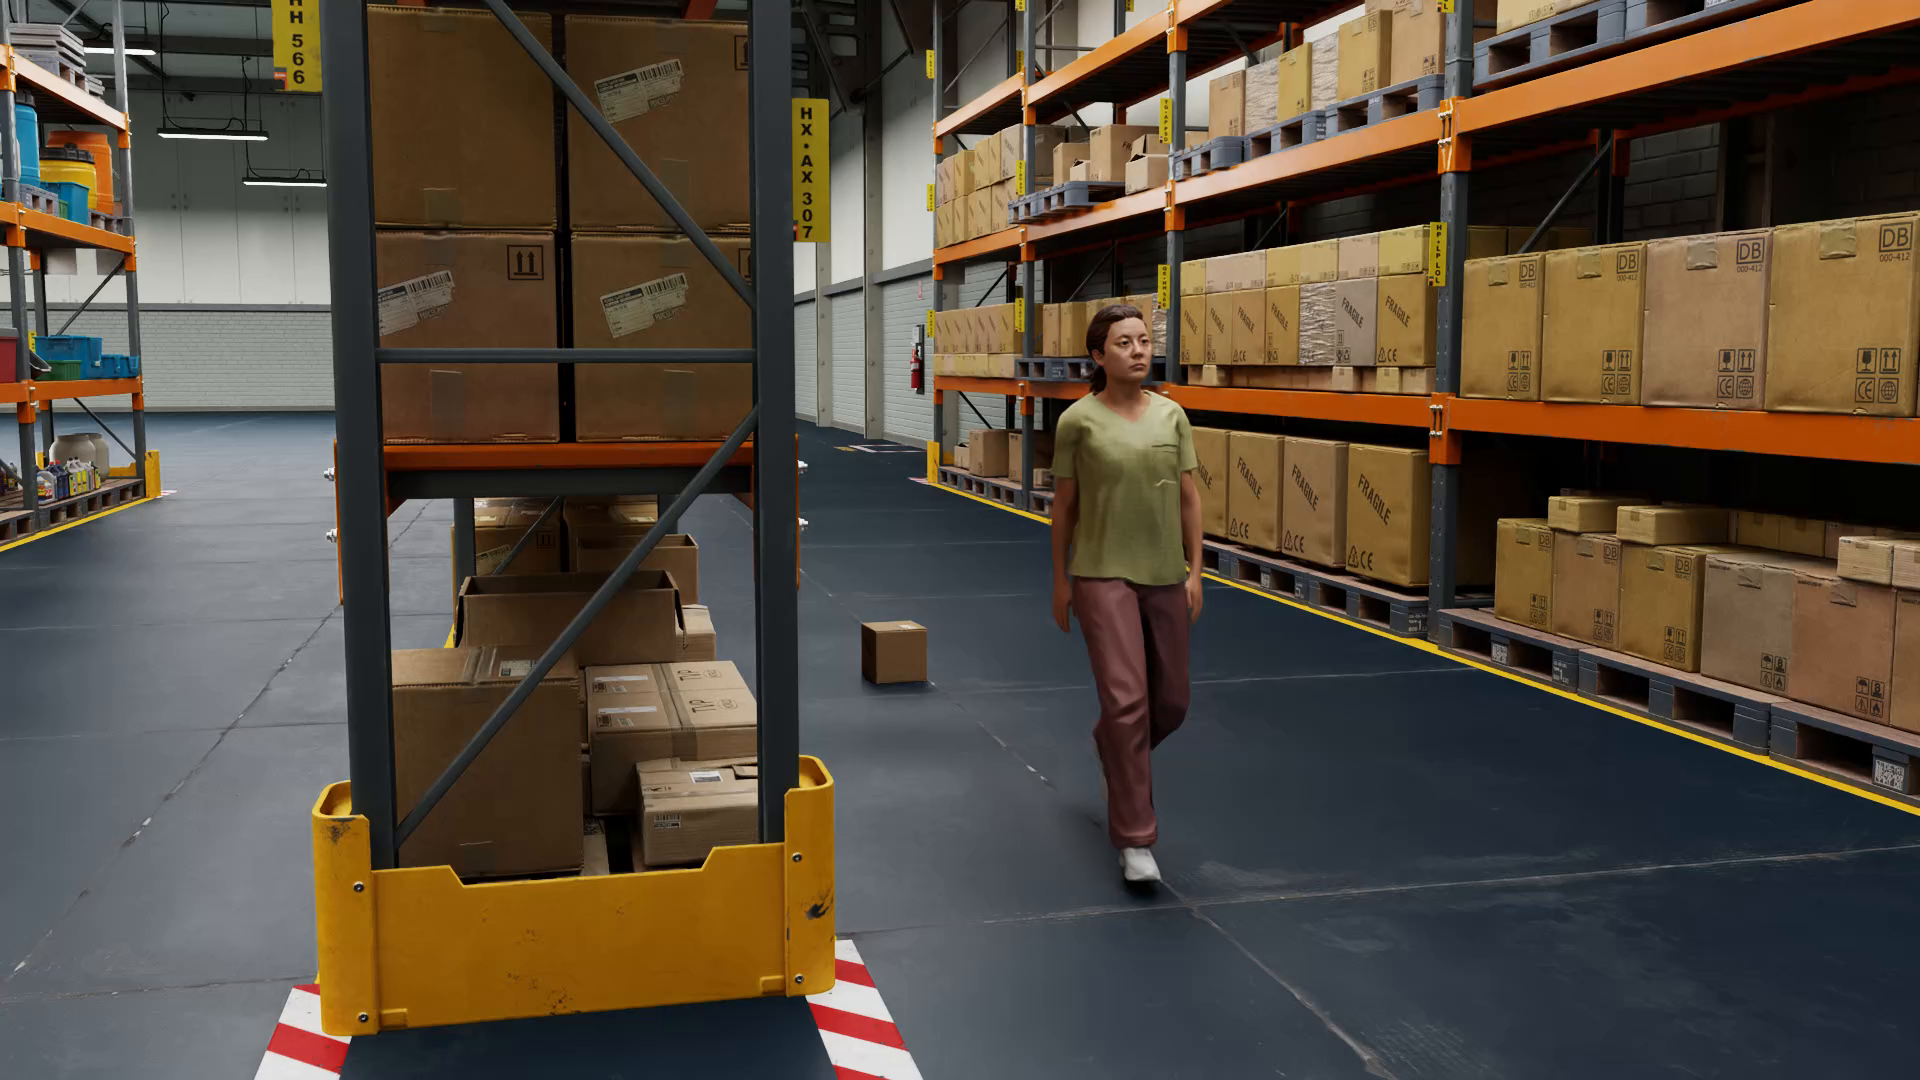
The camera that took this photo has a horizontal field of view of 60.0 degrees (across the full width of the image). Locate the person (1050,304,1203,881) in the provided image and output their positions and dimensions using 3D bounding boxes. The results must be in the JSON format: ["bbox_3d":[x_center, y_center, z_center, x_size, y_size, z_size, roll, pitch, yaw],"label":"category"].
[{"bbox_3d":[0.503,0.121,4.975,0.453,1.638,0.838,-1,6,-13],"label":"person"}]
